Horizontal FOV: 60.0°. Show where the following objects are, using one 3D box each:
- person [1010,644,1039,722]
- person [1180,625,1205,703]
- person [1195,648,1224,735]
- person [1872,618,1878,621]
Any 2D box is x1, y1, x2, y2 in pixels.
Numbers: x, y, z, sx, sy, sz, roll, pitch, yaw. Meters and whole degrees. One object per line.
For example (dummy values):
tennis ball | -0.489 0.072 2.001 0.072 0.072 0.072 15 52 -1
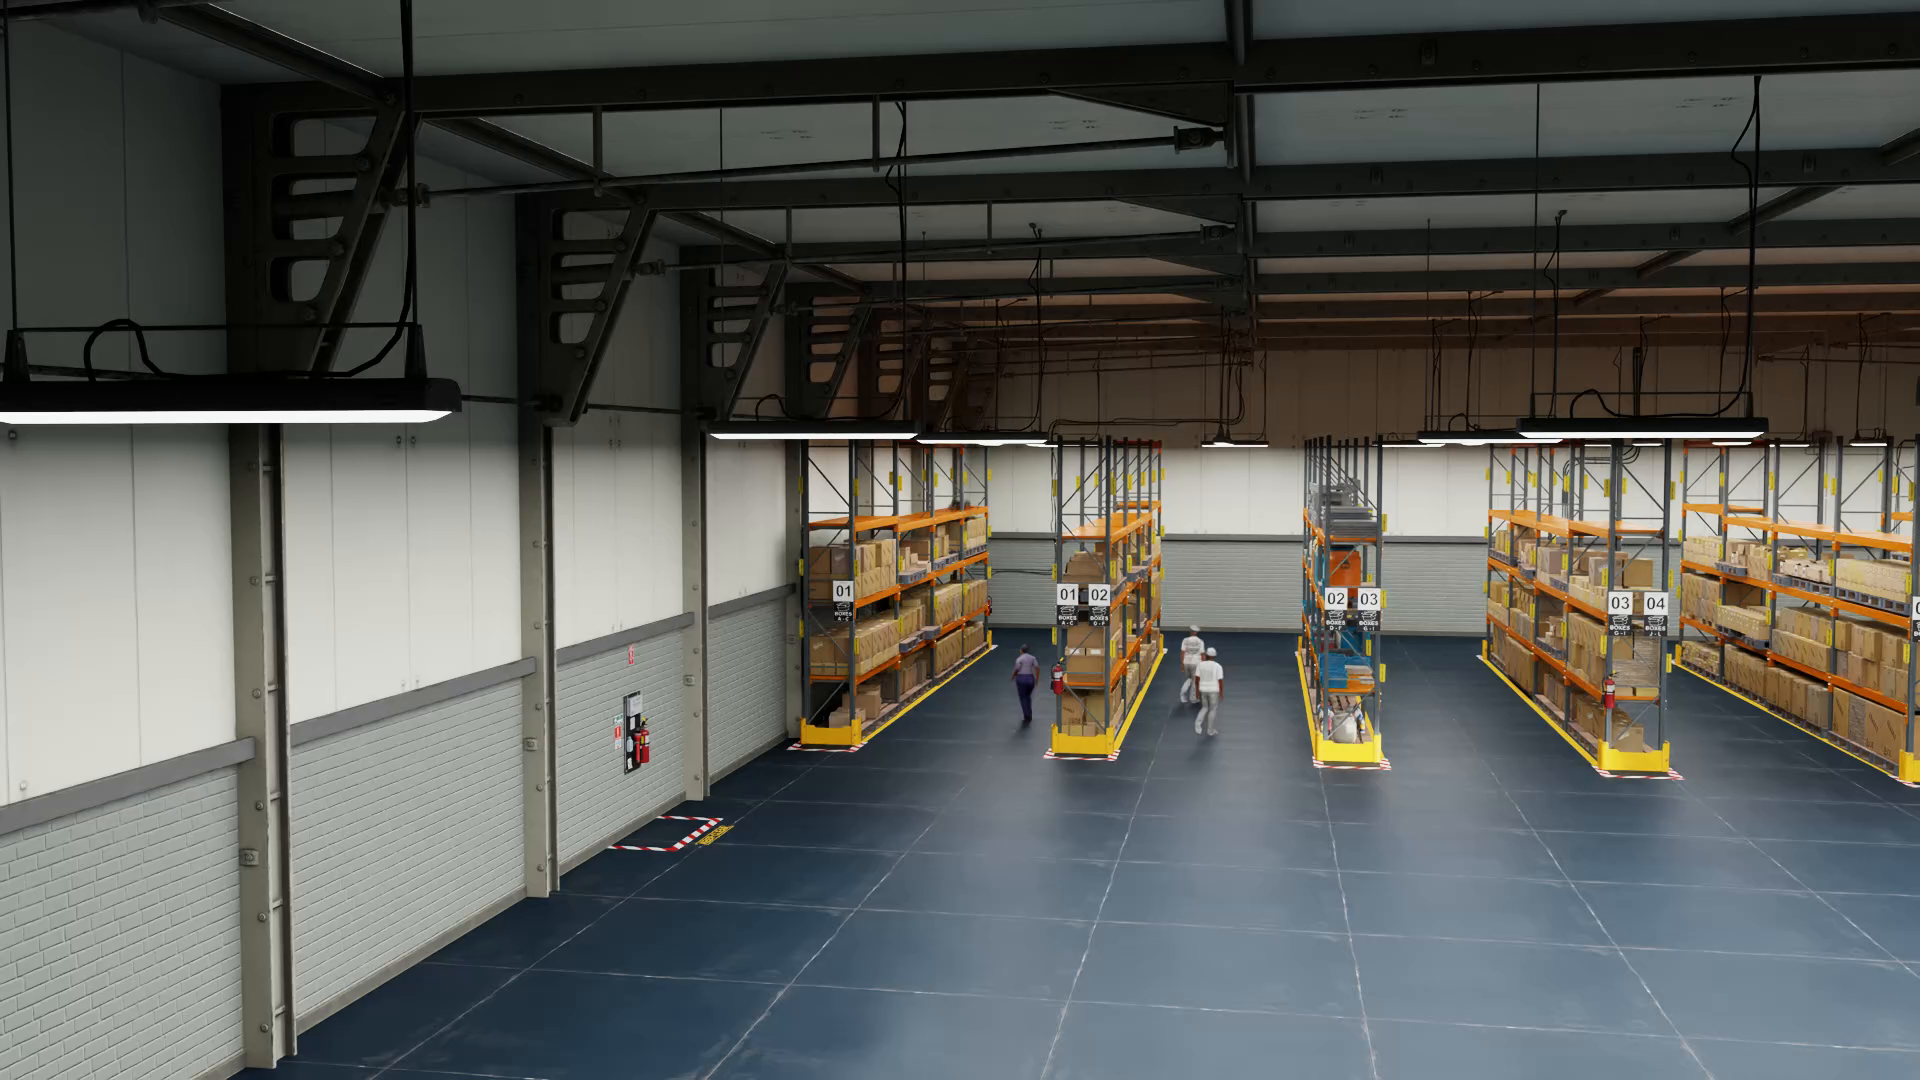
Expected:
person | 1.383 3.056 35.186 0.561 1.715 0.622 -1 3 -24
person | 5.248 2.802 37.443 0.503 1.778 0.521 -3 4 -41
person | 4.978 3.031 33.238 0.564 1.758 0.604 3 4 43
person | 25.325 2.374 45.785 0.504 1.715 0.534 0 3 -4
